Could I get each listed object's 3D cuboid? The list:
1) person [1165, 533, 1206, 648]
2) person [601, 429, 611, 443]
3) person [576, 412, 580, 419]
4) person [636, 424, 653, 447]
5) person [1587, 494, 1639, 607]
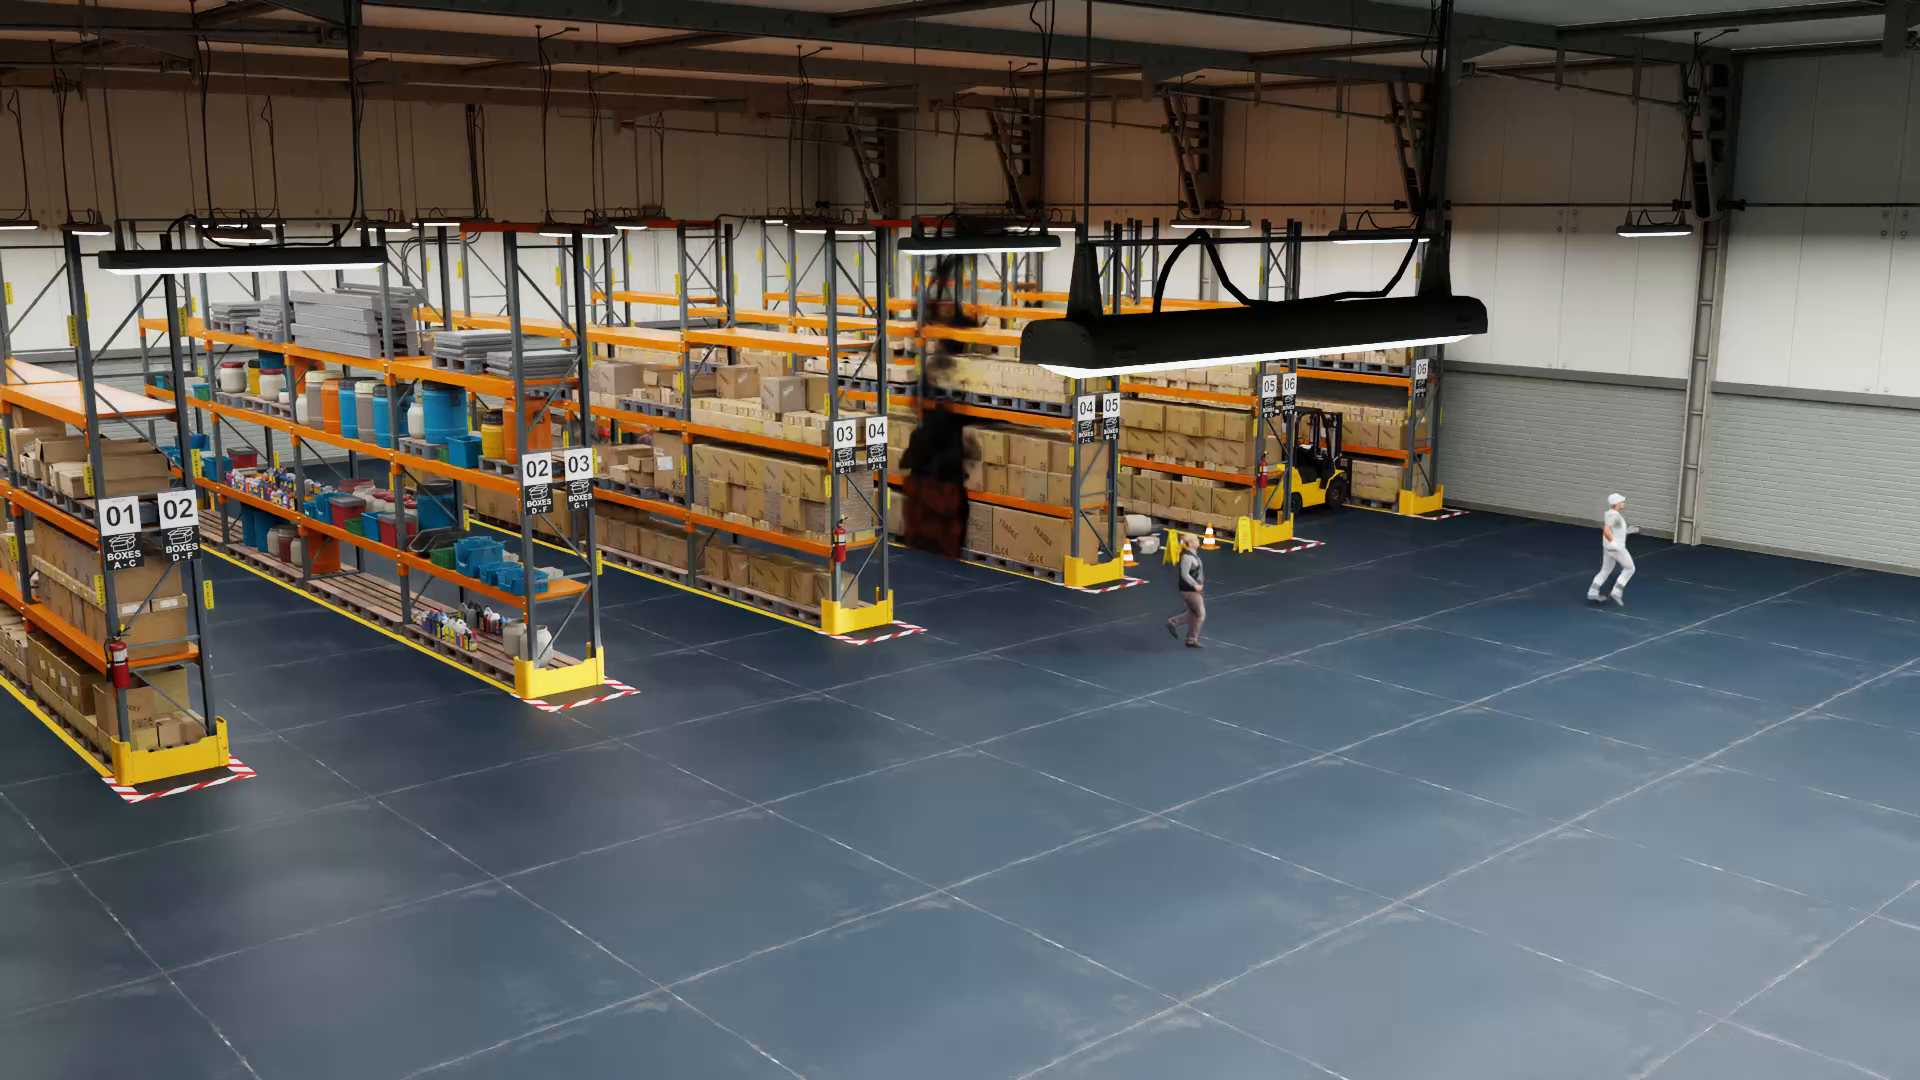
[{"bbox_3d":[3.277,0.727,24.059,0.601,1.696,0.660,1,11,3],"label":"person"},{"bbox_3d":[-7.313,-1.408,34.297,0.976,1.778,0.632,10,15,41],"label":"person"},{"bbox_3d":[-9.394,-2.614,40.866,0.590,1.582,0.671,-5,12,-23],"label":"person"},{"bbox_3d":[-6.590,-1.657,35.679,0.715,1.737,0.607,-9,14,-37],"label":"person"},{"bbox_3d":[10.467,0.161,26.555,0.735,1.817,0.641,0,11,1],"label":"person"}]
